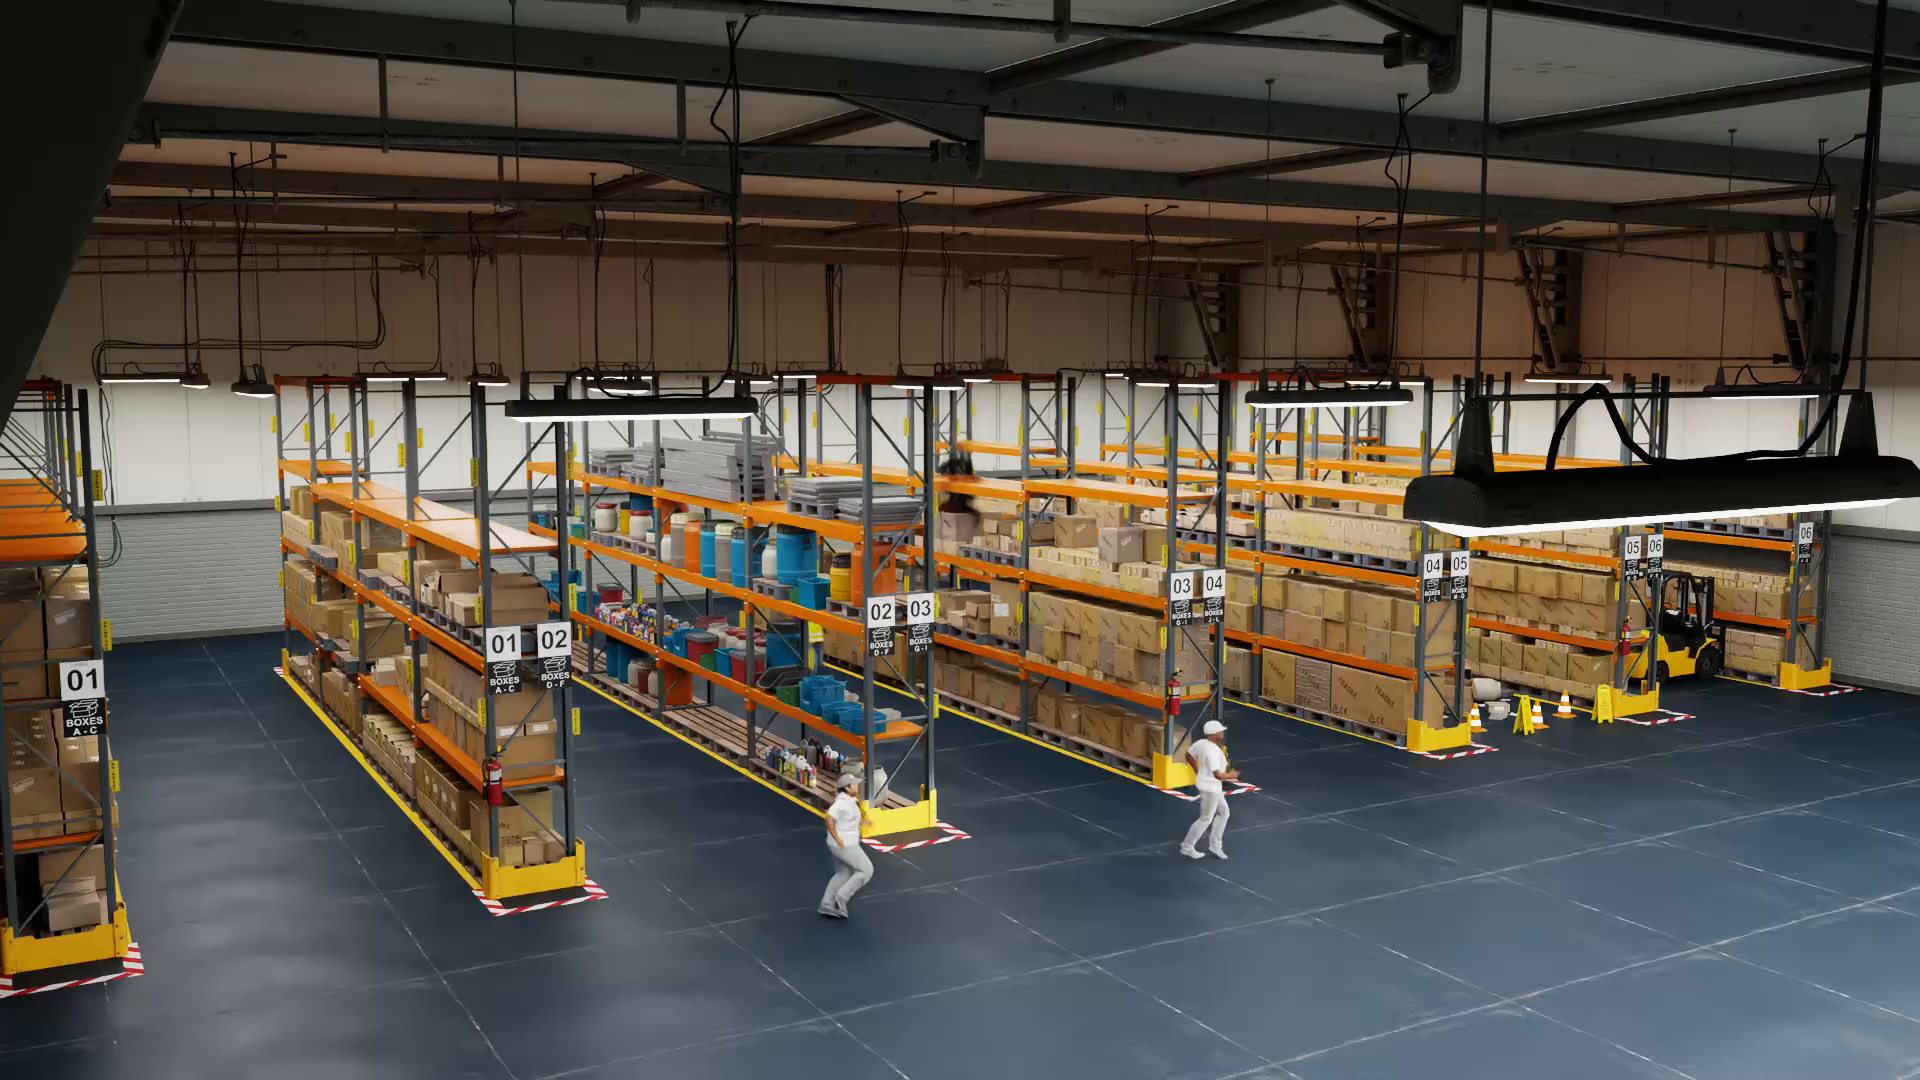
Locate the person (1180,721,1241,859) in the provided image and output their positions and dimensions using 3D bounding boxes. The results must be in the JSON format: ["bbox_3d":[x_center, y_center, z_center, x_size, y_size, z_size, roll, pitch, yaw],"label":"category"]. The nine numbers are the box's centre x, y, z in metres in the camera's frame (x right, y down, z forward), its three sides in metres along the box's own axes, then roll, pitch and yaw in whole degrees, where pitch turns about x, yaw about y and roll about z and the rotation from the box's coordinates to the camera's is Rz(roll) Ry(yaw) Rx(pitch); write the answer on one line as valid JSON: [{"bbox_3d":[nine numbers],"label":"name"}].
[{"bbox_3d":[3.154,3.179,20.973,0.754,1.839,0.719,0,6,-1],"label":"person"}]

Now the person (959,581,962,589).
[{"bbox_3d":[-0.054,1.686,34.463,0.655,1.742,0.907,-4,8,-35],"label":"person"}]

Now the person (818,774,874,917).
[{"bbox_3d":[-1.295,3.453,18.864,0.643,1.622,0.599,-1,6,-8],"label":"person"}]

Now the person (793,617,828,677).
[{"bbox_3d":[-2.686,1.874,30.252,0.714,1.760,0.791,-4,8,-35],"label":"person"}]
